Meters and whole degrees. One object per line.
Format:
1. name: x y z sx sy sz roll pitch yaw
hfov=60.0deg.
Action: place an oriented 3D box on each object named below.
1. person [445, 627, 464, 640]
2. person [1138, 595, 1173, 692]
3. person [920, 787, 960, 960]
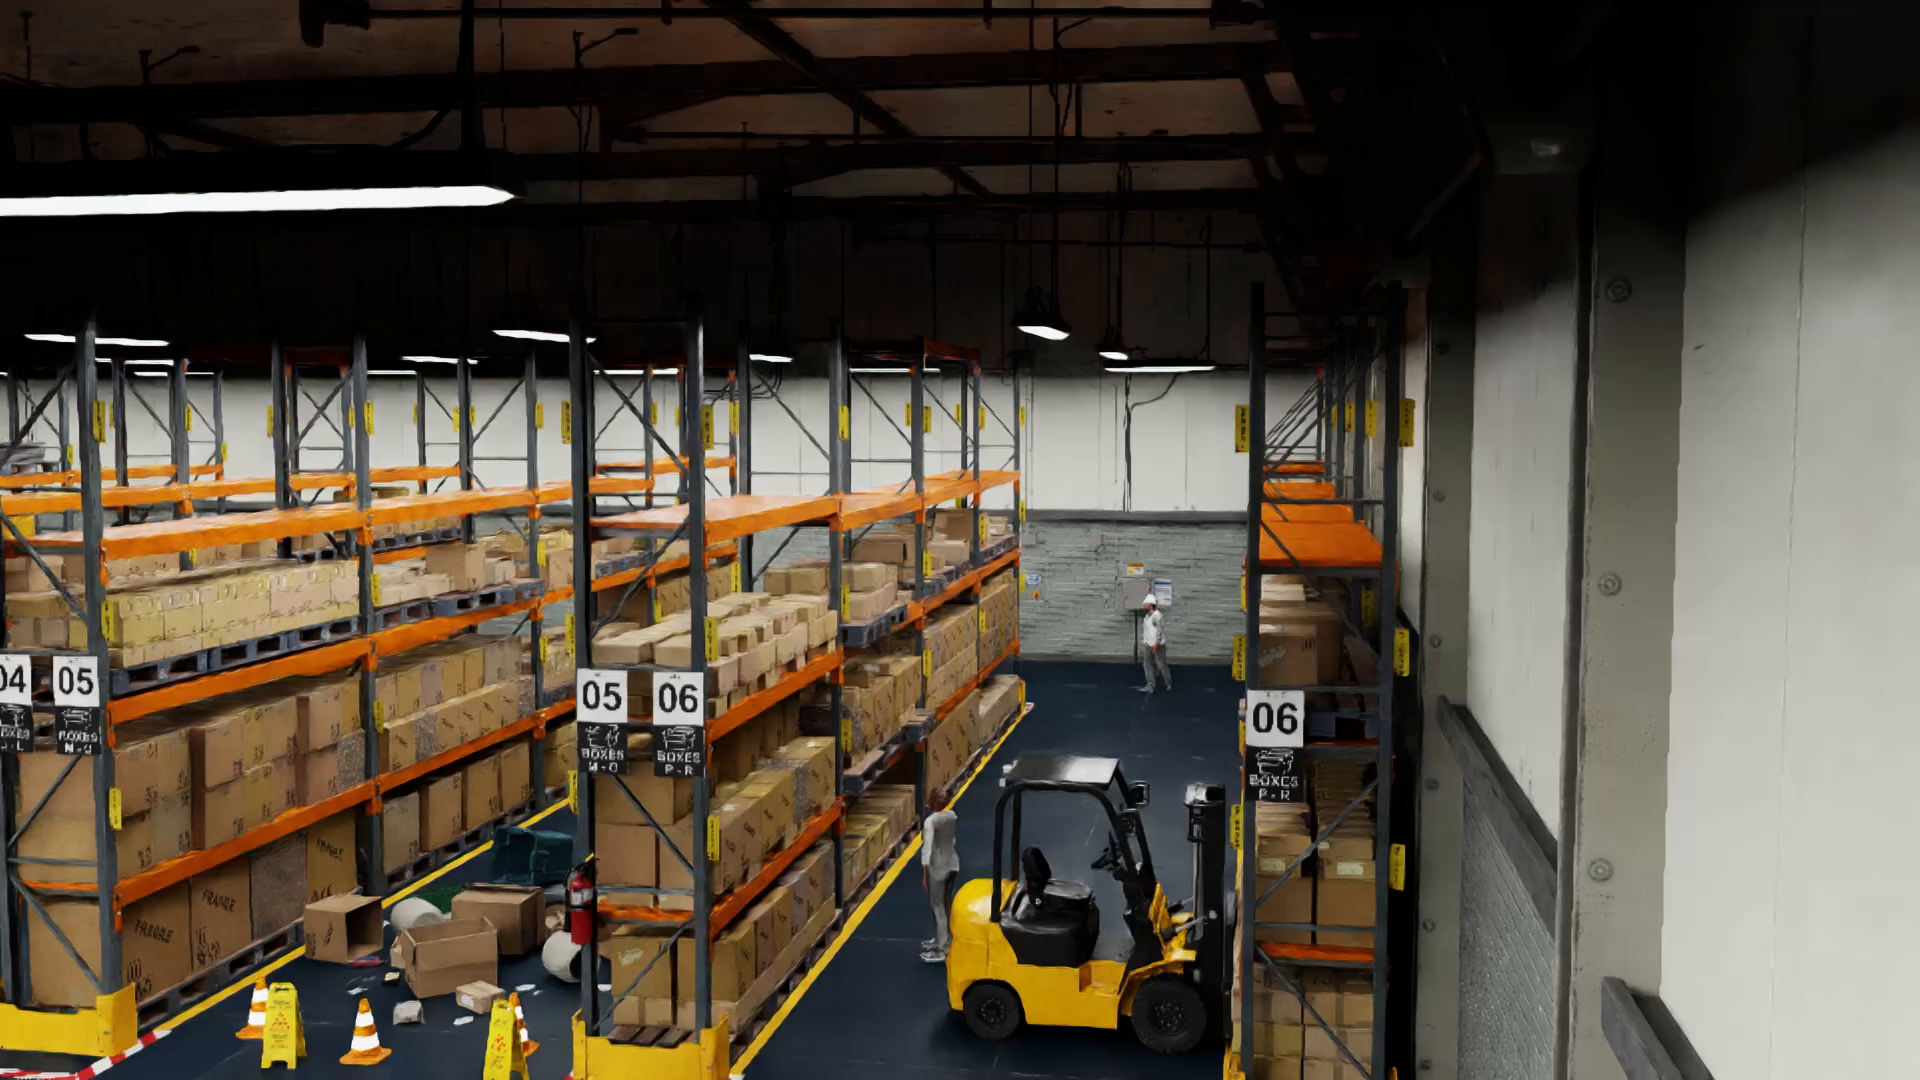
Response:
1. person: -8.225 2.137 27.318 0.543 1.647 1.115 1 5 12
2. person: 3.557 1.873 30.092 0.611 1.769 0.569 -2 5 -23
3. person: -0.215 3.104 15.582 0.449 1.599 0.465 4 6 42
